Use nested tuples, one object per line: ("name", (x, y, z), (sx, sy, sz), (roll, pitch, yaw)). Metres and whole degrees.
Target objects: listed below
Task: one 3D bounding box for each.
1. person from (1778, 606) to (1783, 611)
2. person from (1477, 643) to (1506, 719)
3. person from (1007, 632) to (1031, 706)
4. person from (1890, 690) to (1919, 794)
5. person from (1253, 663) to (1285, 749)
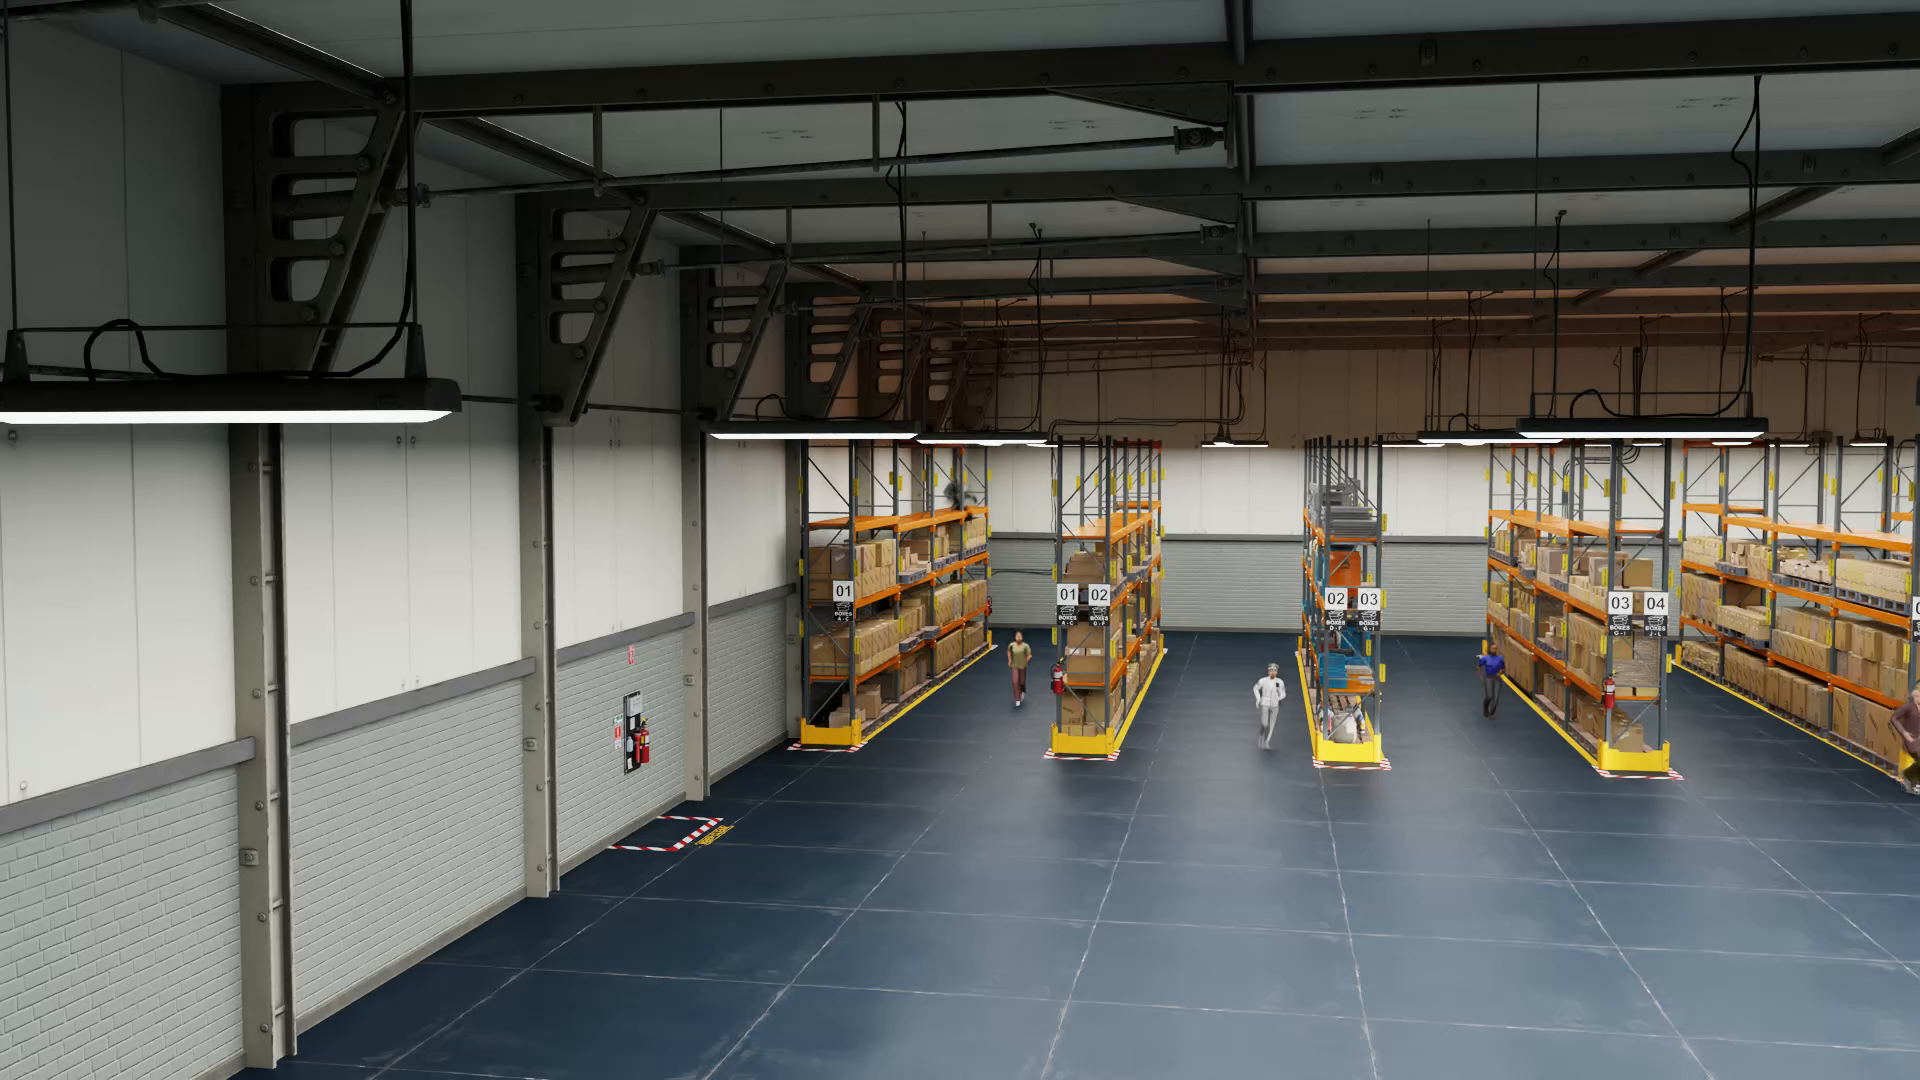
("person", (21.291, 2.580, 43.071), (0.585, 1.689, 0.818), (0, 3, 2))
("person", (11.264, 3.001, 35.185), (0.560, 1.617, 0.600), (0, 3, 6))
("person", (1.334, 2.876, 37.516), (0.558, 1.652, 0.887), (0, 3, 5))
("person", (15.919, 3.359, 27.634), (0.738, 1.743, 0.561), (-1, 3, -18))
("person", (5.915, 3.172, 31.736), (0.589, 1.652, 0.614), (0, 3, 4))
